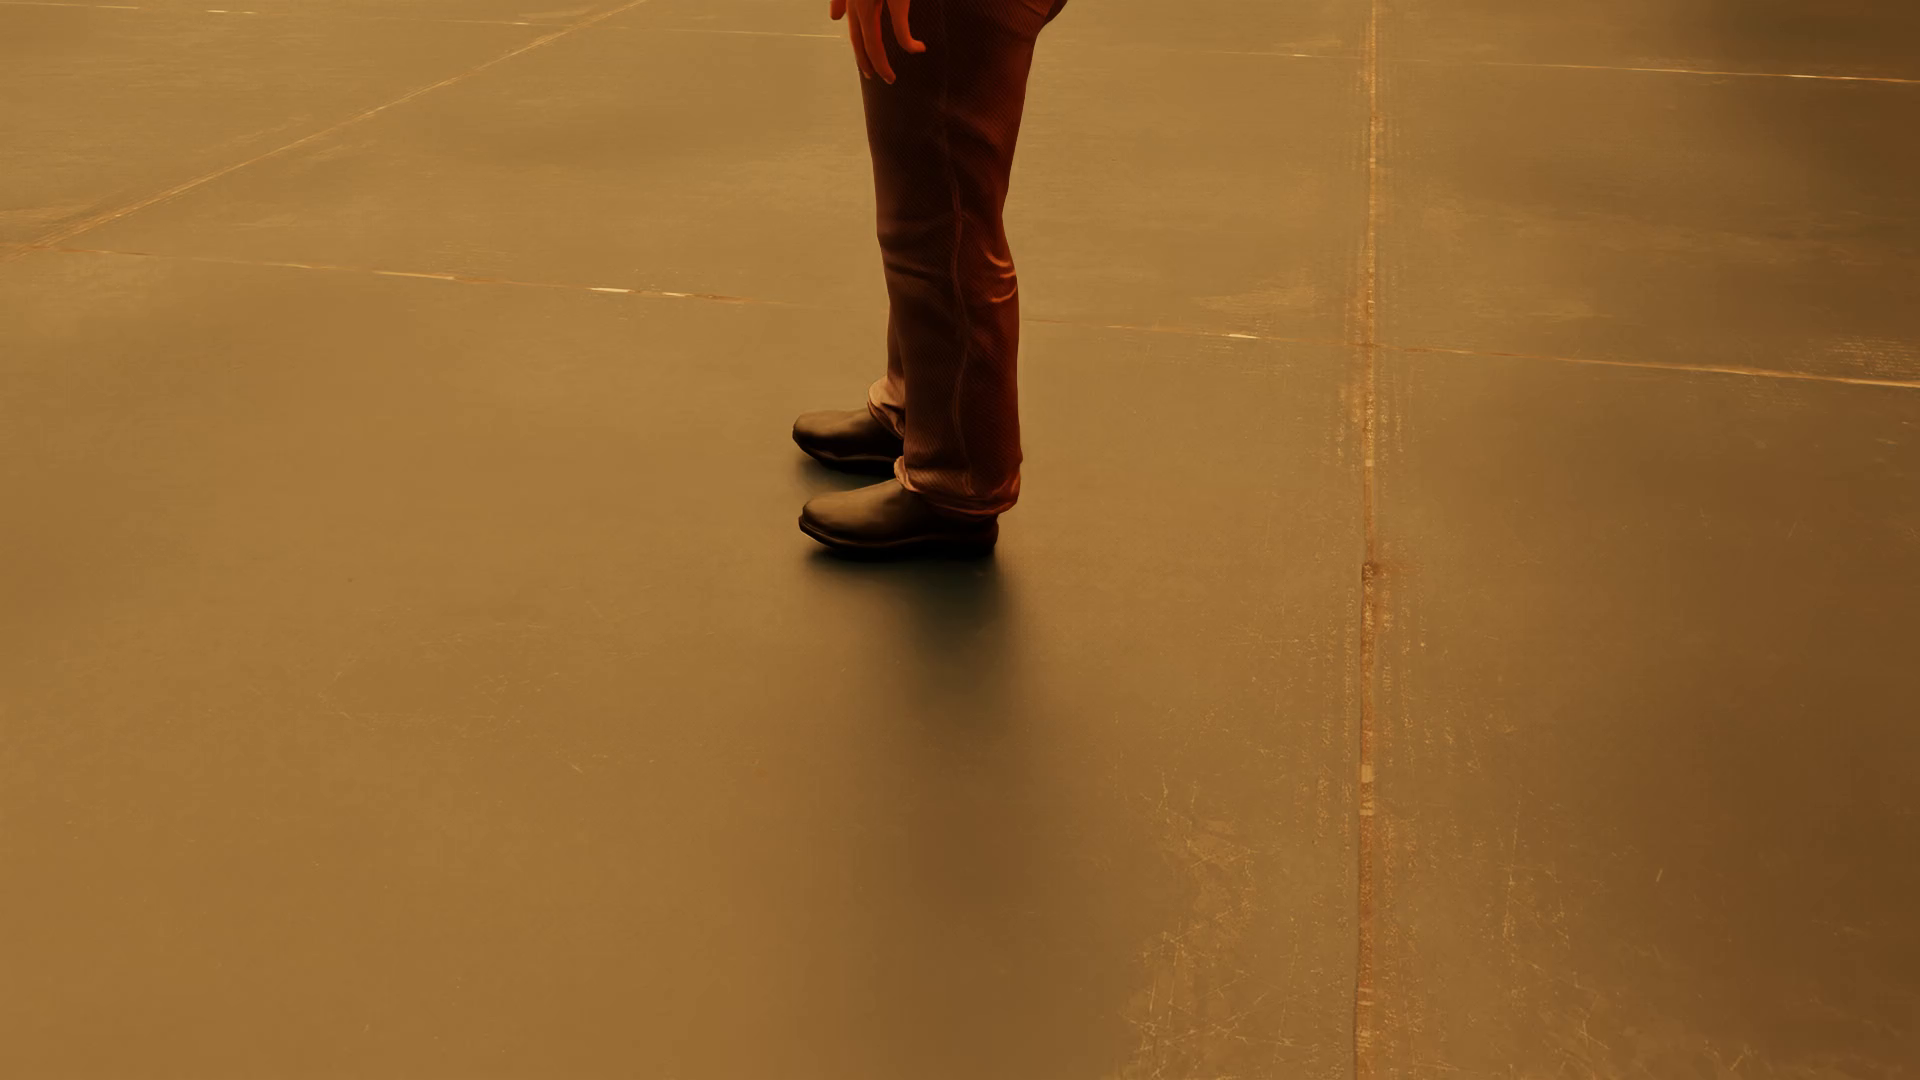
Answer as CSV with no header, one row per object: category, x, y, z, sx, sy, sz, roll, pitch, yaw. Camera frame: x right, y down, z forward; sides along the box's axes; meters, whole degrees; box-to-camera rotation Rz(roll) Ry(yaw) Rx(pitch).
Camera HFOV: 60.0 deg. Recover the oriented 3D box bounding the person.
person,-0.058,-0.785,2.128,0.568,1.720,0.632,6,27,11
